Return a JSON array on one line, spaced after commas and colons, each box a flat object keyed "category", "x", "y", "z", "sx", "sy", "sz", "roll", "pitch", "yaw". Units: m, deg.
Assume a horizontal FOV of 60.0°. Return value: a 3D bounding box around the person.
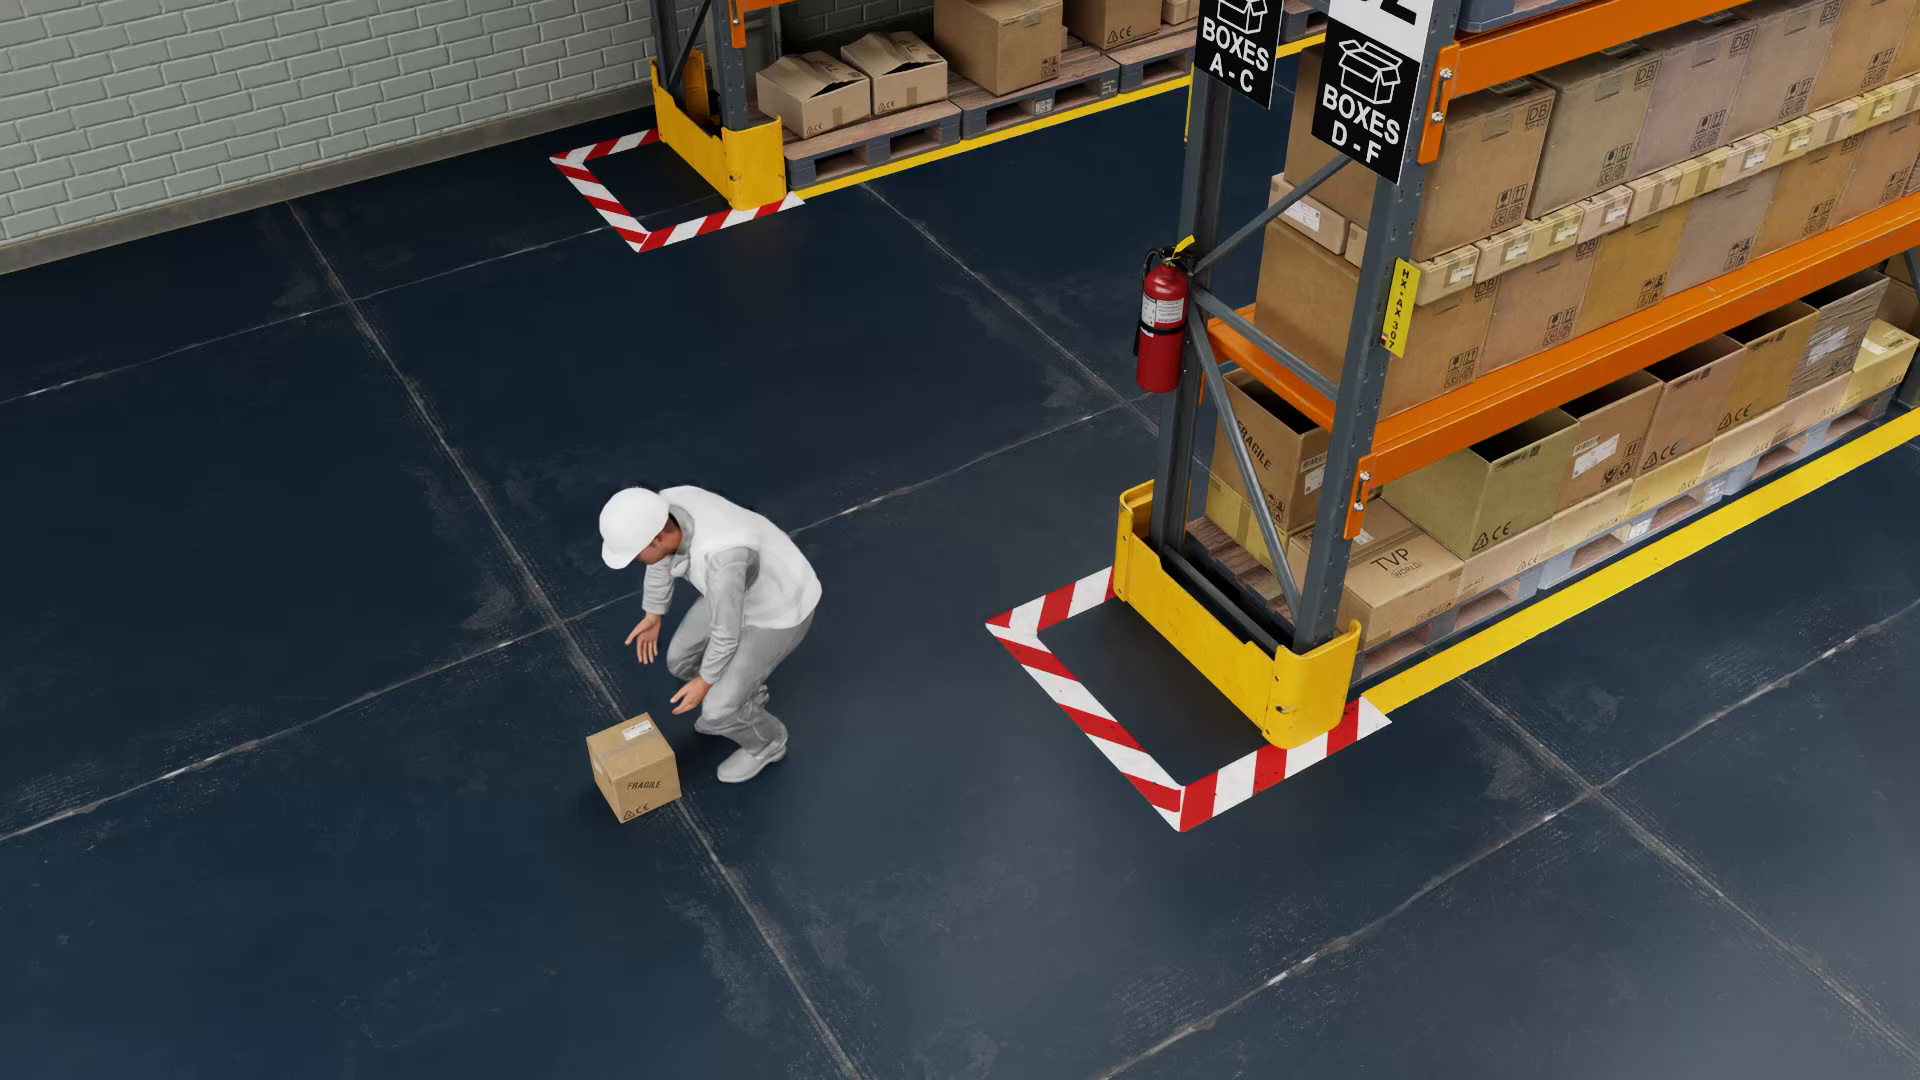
[{"category": "person", "x": -0.877, "y": 0.294, "z": 6.069, "sx": 0.769, "sy": 1.420, "sz": 0.591, "roll": -22, "pitch": 45, "yaw": -24}]
